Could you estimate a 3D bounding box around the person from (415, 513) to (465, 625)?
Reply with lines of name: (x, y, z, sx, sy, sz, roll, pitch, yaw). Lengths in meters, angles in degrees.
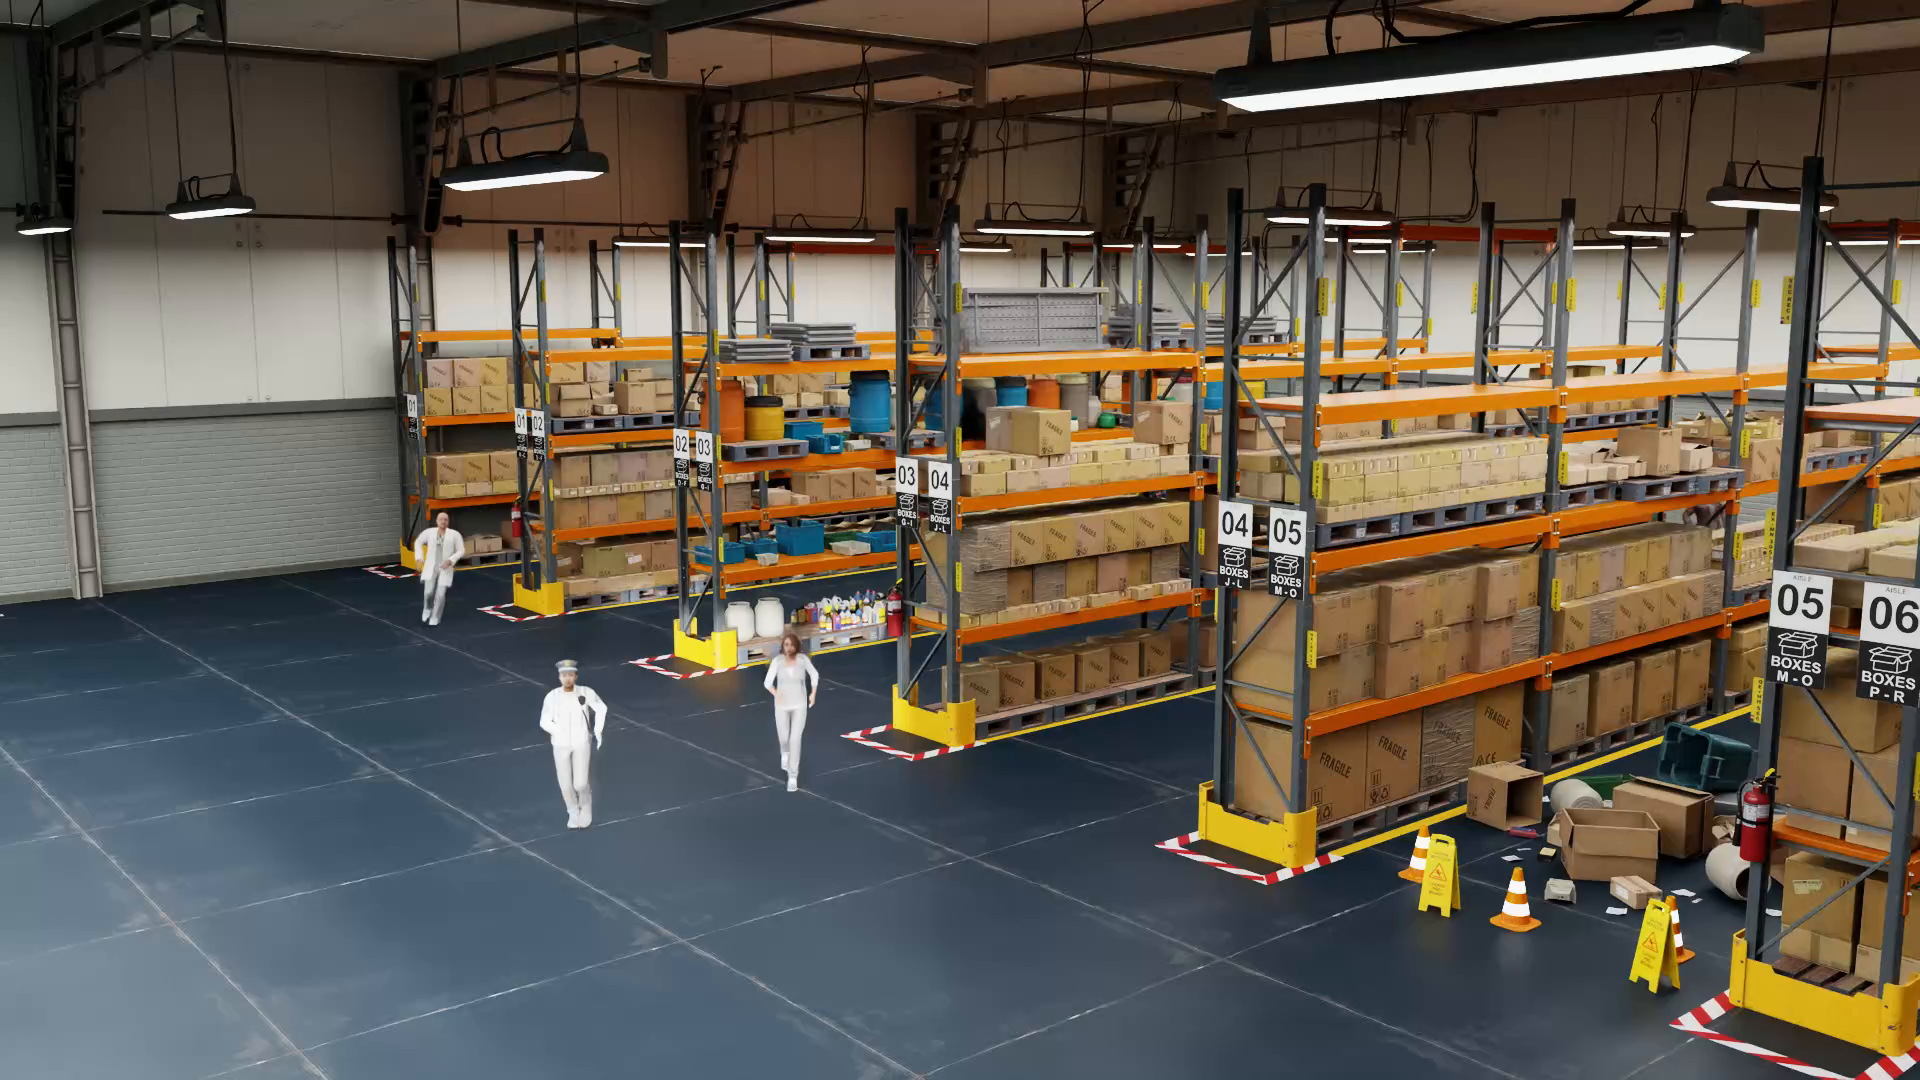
person: (-7.891, 0.488, 25.272, 0.747, 1.629, 0.563, -2, 9, -14)

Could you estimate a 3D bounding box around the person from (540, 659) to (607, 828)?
person: (-3.668, 1.938, 15.678, 0.555, 1.660, 0.619, -1, 9, -5)

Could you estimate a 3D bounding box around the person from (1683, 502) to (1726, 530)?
person: (13.030, -0.016, 28.887, 0.767, 1.558, 0.600, -3, 9, -17)

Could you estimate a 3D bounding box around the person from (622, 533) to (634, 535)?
person: (-5.837, -0.156, 29.442, 0.730, 1.693, 0.571, -8, 12, -43)

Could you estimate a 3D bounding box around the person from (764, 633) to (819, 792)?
person: (-1.746, 1.745, 17.301, 0.566, 1.606, 0.745, 0, 9, -3)
